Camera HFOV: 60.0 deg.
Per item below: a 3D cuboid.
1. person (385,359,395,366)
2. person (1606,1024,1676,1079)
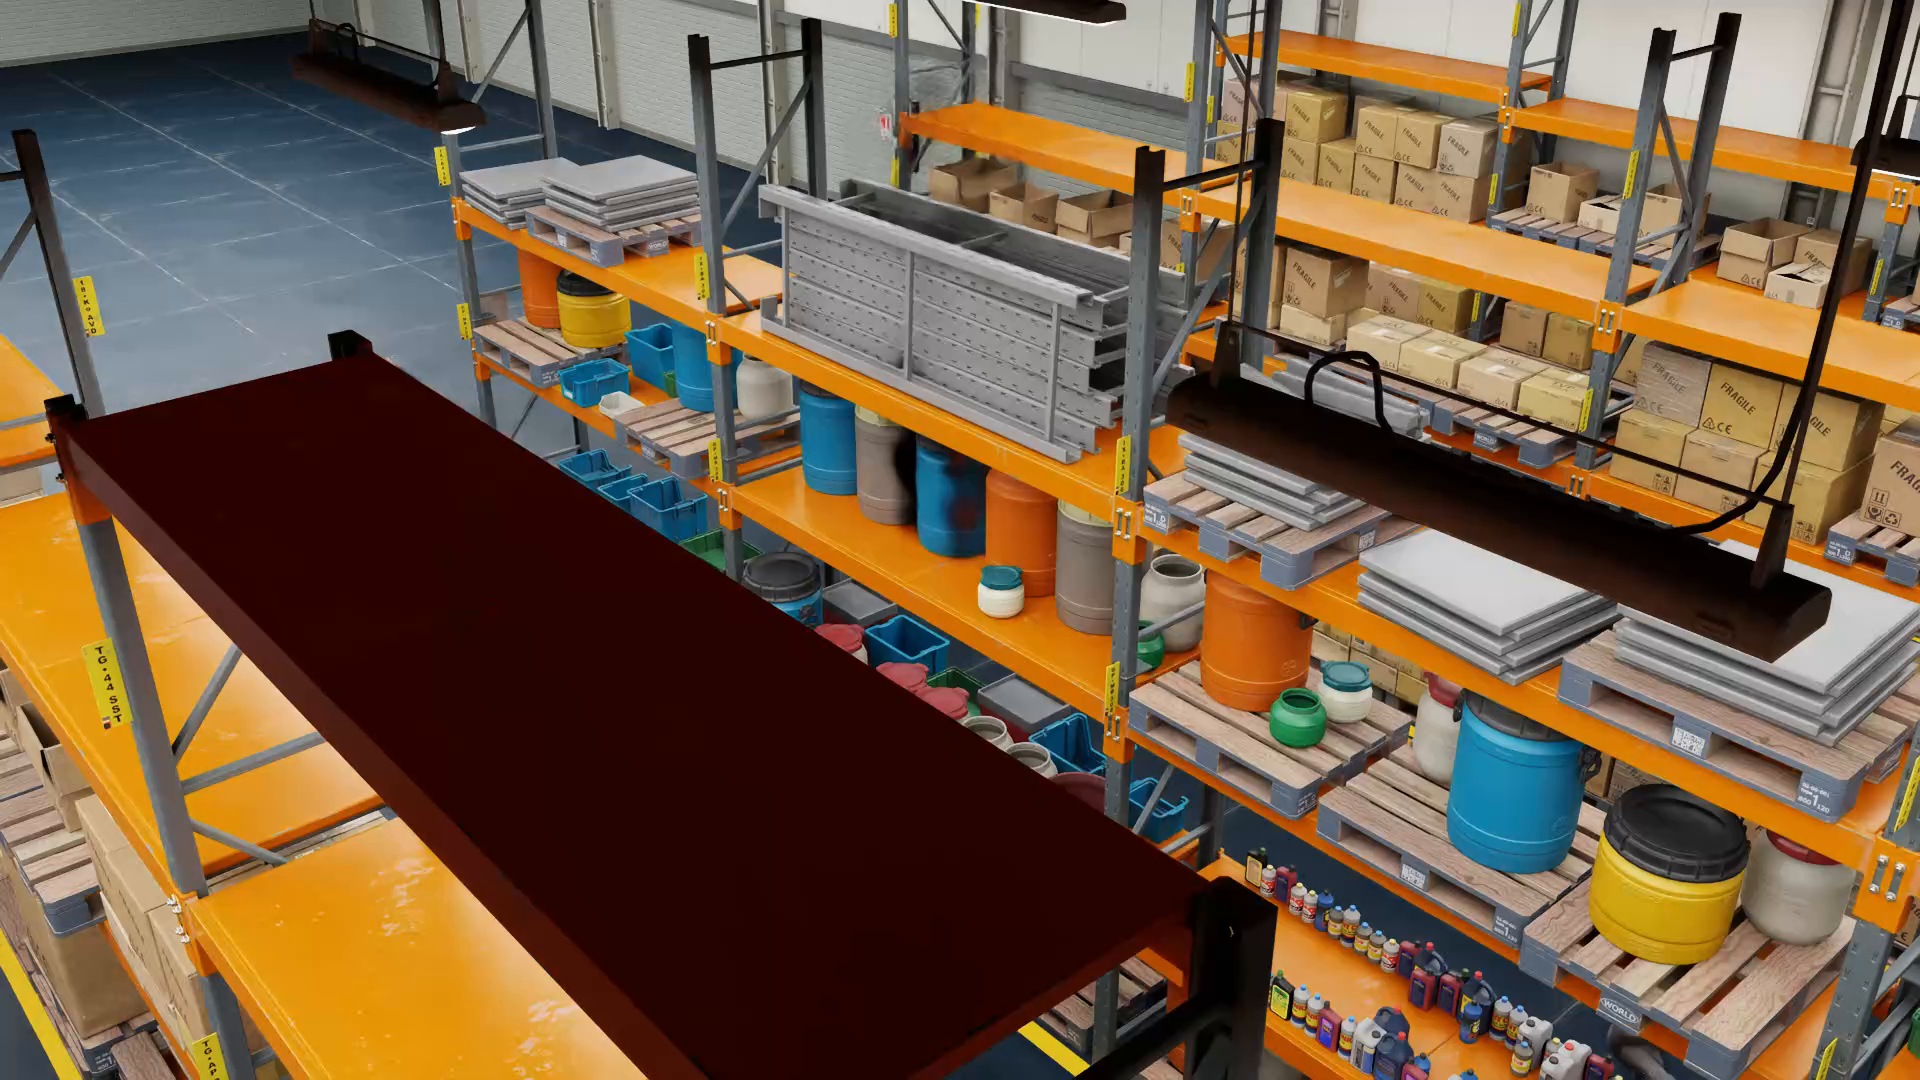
[{"bbox_3d":[-6.019,-1.183,18.061,0.738,1.680,0.650,-7,28,-14],"label":"person"},{"bbox_3d":[4.305,2.852,10.153,0.629,1.667,0.539,-23,35,-37],"label":"person"}]
